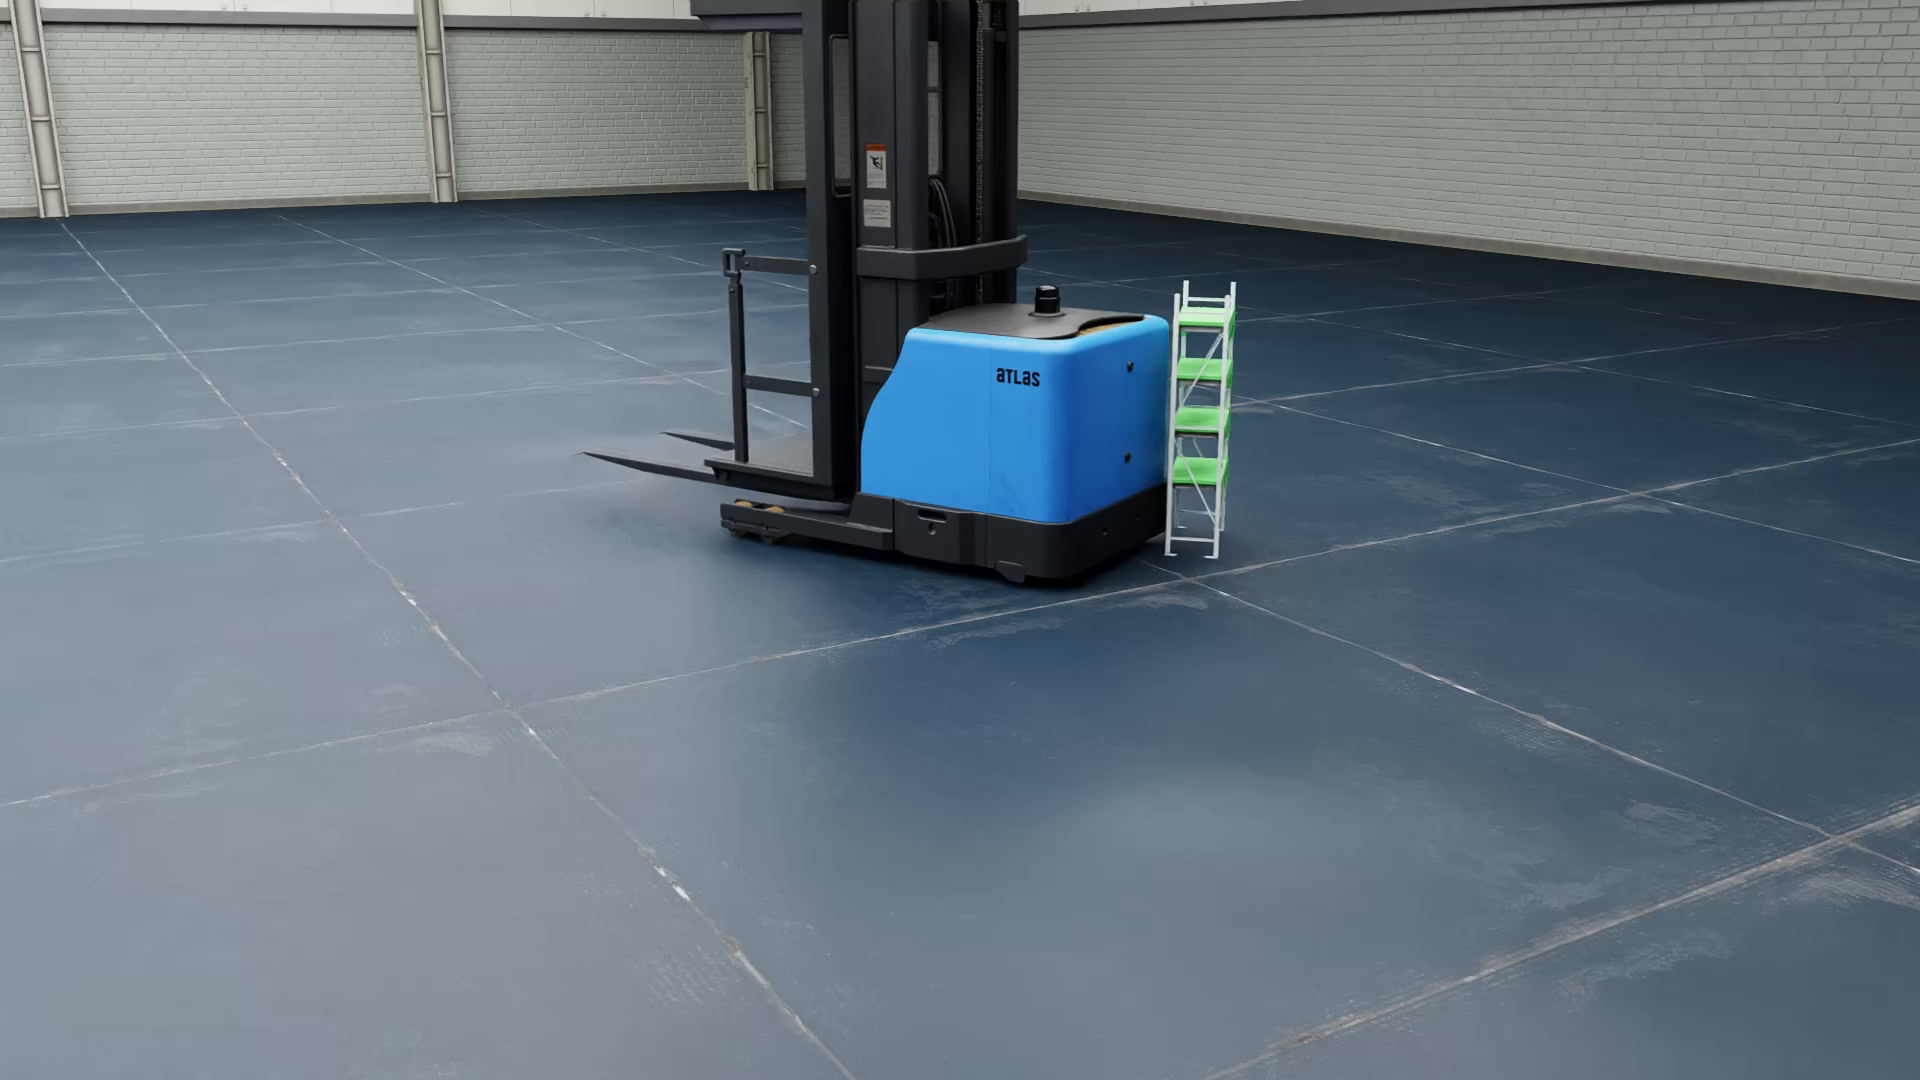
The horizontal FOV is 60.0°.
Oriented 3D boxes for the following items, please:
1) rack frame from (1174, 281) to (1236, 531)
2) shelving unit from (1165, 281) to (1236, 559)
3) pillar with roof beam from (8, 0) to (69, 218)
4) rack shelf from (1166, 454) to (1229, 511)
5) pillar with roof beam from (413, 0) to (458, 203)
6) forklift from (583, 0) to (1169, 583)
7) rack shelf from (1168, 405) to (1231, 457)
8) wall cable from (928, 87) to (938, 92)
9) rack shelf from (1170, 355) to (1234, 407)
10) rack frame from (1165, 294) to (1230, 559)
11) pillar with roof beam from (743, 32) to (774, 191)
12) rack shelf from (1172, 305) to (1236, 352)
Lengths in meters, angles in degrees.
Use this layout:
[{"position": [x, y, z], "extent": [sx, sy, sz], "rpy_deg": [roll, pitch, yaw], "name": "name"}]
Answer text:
[{"position": [1.165, -0.629, 7.929], "extent": [0.240, 1.200, 0.015], "rpy_deg": [3, 16, 11], "name": "rack frame"}, {"position": [1.114, -0.565, 7.699], "extent": [0.258, 1.200, 0.503], "rpy_deg": [3, 16, 11], "name": "shelving unit"}, {"position": [-11.879, -8.375, 21.114], "extent": [0.400, 9.000, 9.100], "rpy_deg": [-9, 18, -30], "name": "pillar with roof beam"}, {"position": [1.113, -0.272, 7.782], "extent": [0.258, 0.148, 0.480], "rpy_deg": [3, 16, 11], "name": "rack shelf"}, {"position": [-6.736, -9.209, 24.089], "extent": [0.400, 9.000, 9.100], "rpy_deg": [-9, 18, -30], "name": "pillar with roof beam"}, {"position": [-0.542, -1.510, 7.867], "extent": [3.031, 2.935, 1.130], "rpy_deg": [10, 19, 32], "name": "forklift"}, {"position": [1.114, -0.503, 7.717], "extent": [0.258, 0.148, 0.480], "rpy_deg": [3, 16, 11], "name": "rack shelf"}, {"position": [-0.603, -9.647, 31.406], "extent": [0.112, 2.526, 3.097], "rpy_deg": [-9, 18, -30], "name": "wall cable"}, {"position": [1.115, -0.734, 7.652], "extent": [0.258, 0.148, 0.480], "rpy_deg": [3, 16, 11], "name": "rack shelf"}, {"position": [1.064, -0.500, 7.469], "extent": [0.240, 1.200, 0.015], "rpy_deg": [3, 16, 11], "name": "rack frame"}, {"position": [-1.593, -10.043, 27.065], "extent": [0.400, 9.000, 9.100], "rpy_deg": [-9, 18, -30], "name": "pillar with roof beam"}, {"position": [1.116, -0.965, 7.587], "extent": [0.258, 0.148, 0.480], "rpy_deg": [3, 16, 11], "name": "rack shelf"}]
